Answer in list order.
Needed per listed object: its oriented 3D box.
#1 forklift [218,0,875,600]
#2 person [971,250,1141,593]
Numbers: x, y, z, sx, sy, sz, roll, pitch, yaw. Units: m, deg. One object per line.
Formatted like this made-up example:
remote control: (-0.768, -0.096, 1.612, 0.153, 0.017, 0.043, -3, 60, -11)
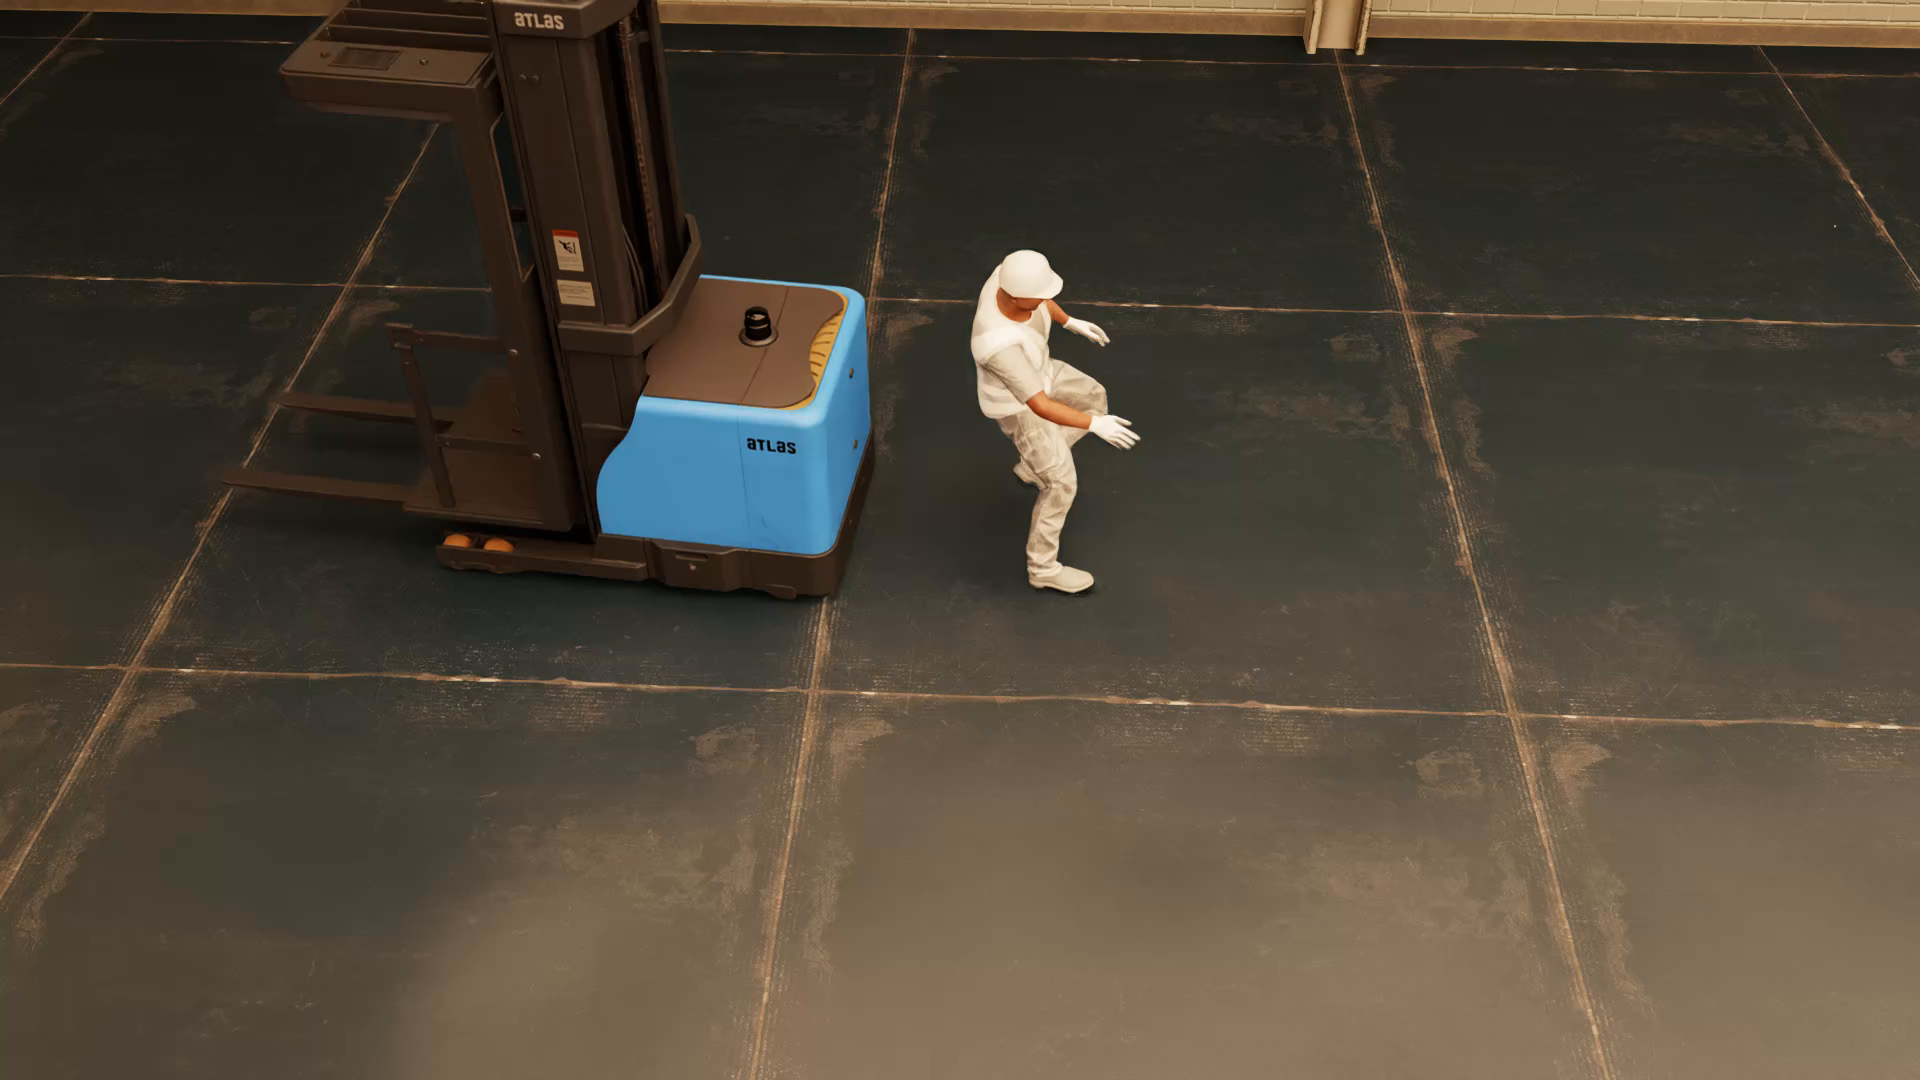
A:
forklift: (-1.981, -1.272, 7.136, 3.031, 2.935, 1.130, 6, 43, 6)
person: (0.444, -0.622, 7.424, 0.792, 1.592, 0.837, 8, 43, 9)
